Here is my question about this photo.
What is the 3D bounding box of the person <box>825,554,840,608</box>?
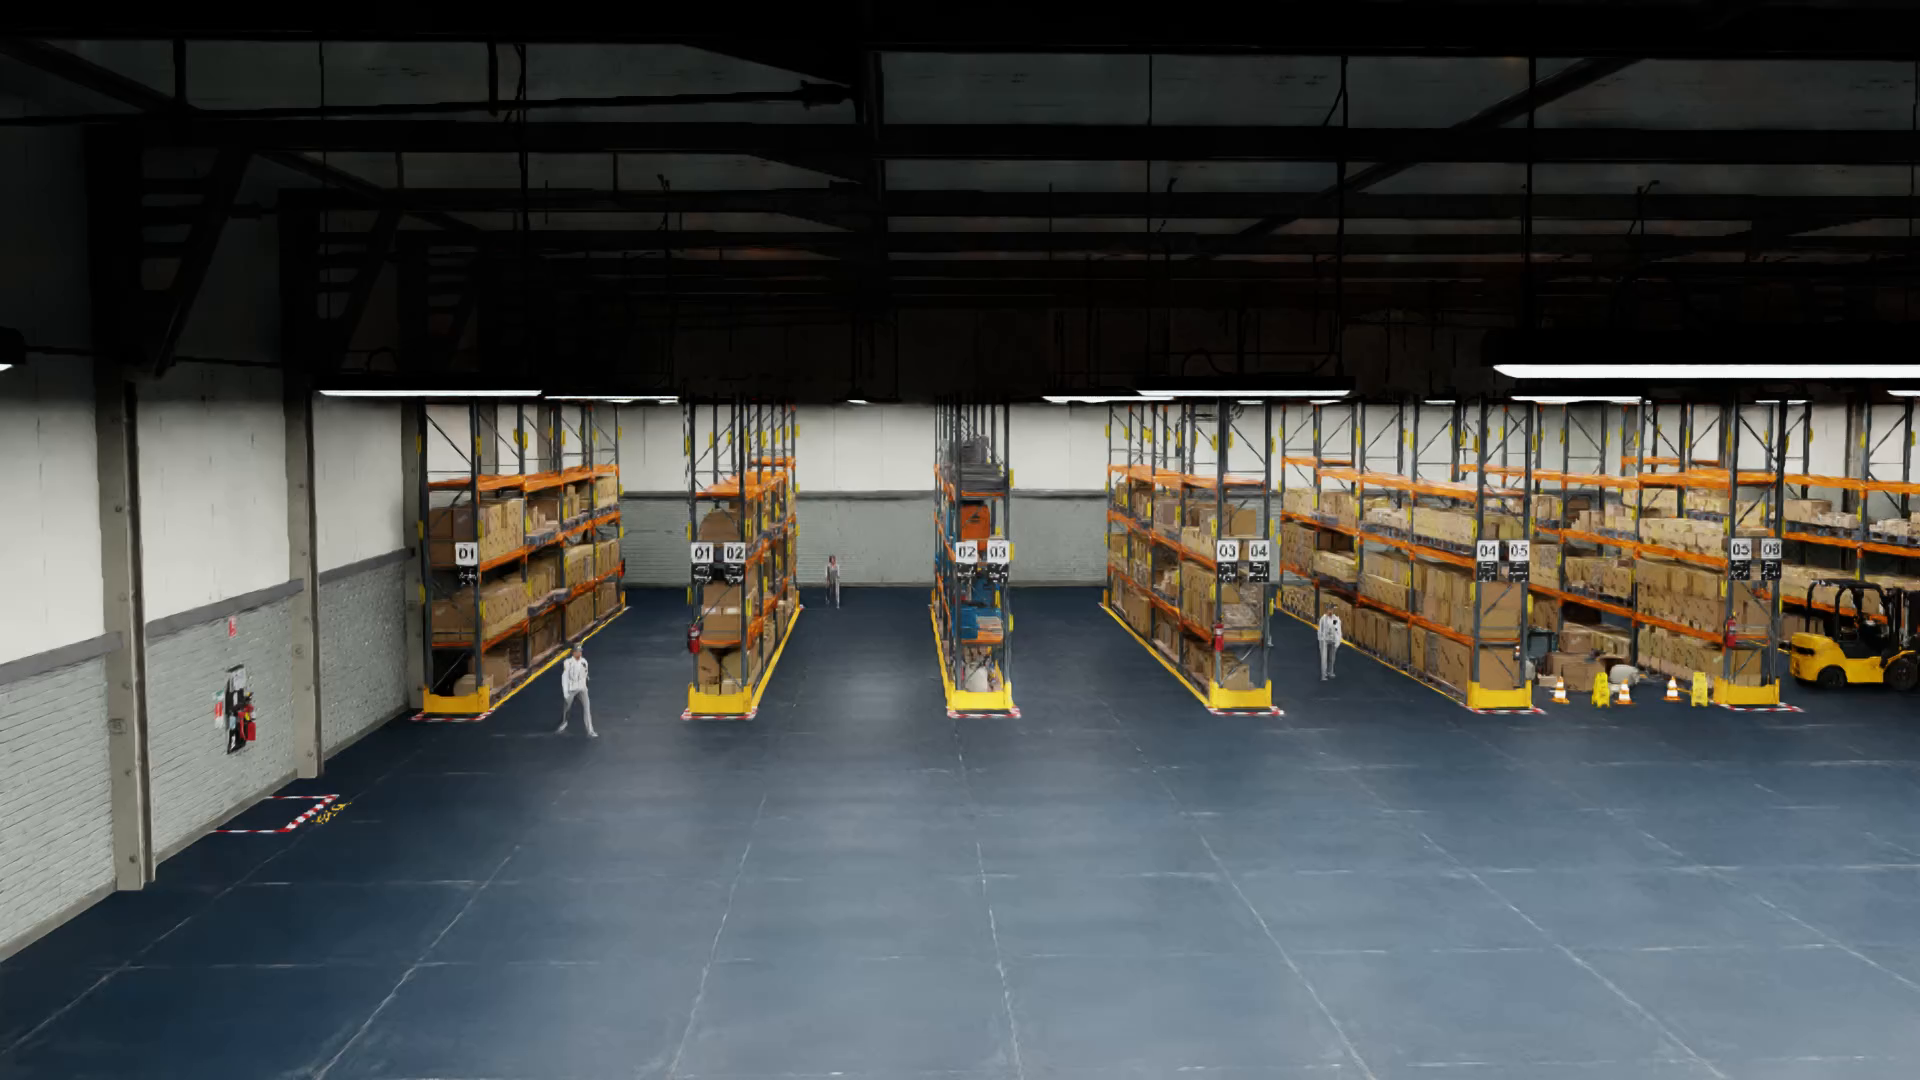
[{"bbox_3d":[-3.643,1.152,47.396,0.440,1.516,1.016,-1,5,-12],"label":"person"}]

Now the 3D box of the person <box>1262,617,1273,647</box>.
[{"bbox_3d":[7.171,1.727,39.697,0.449,1.585,1.097,0,5,-4],"label":"person"}]

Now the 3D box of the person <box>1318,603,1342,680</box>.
[{"bbox_3d":[7.758,2.104,34.863,0.482,1.621,0.996,1,5,7],"label":"person"}]

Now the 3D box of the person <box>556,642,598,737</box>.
[{"bbox_3d":[-6.682,2.584,28.868,0.540,1.642,0.912,-3,5,-29],"label":"person"}]
